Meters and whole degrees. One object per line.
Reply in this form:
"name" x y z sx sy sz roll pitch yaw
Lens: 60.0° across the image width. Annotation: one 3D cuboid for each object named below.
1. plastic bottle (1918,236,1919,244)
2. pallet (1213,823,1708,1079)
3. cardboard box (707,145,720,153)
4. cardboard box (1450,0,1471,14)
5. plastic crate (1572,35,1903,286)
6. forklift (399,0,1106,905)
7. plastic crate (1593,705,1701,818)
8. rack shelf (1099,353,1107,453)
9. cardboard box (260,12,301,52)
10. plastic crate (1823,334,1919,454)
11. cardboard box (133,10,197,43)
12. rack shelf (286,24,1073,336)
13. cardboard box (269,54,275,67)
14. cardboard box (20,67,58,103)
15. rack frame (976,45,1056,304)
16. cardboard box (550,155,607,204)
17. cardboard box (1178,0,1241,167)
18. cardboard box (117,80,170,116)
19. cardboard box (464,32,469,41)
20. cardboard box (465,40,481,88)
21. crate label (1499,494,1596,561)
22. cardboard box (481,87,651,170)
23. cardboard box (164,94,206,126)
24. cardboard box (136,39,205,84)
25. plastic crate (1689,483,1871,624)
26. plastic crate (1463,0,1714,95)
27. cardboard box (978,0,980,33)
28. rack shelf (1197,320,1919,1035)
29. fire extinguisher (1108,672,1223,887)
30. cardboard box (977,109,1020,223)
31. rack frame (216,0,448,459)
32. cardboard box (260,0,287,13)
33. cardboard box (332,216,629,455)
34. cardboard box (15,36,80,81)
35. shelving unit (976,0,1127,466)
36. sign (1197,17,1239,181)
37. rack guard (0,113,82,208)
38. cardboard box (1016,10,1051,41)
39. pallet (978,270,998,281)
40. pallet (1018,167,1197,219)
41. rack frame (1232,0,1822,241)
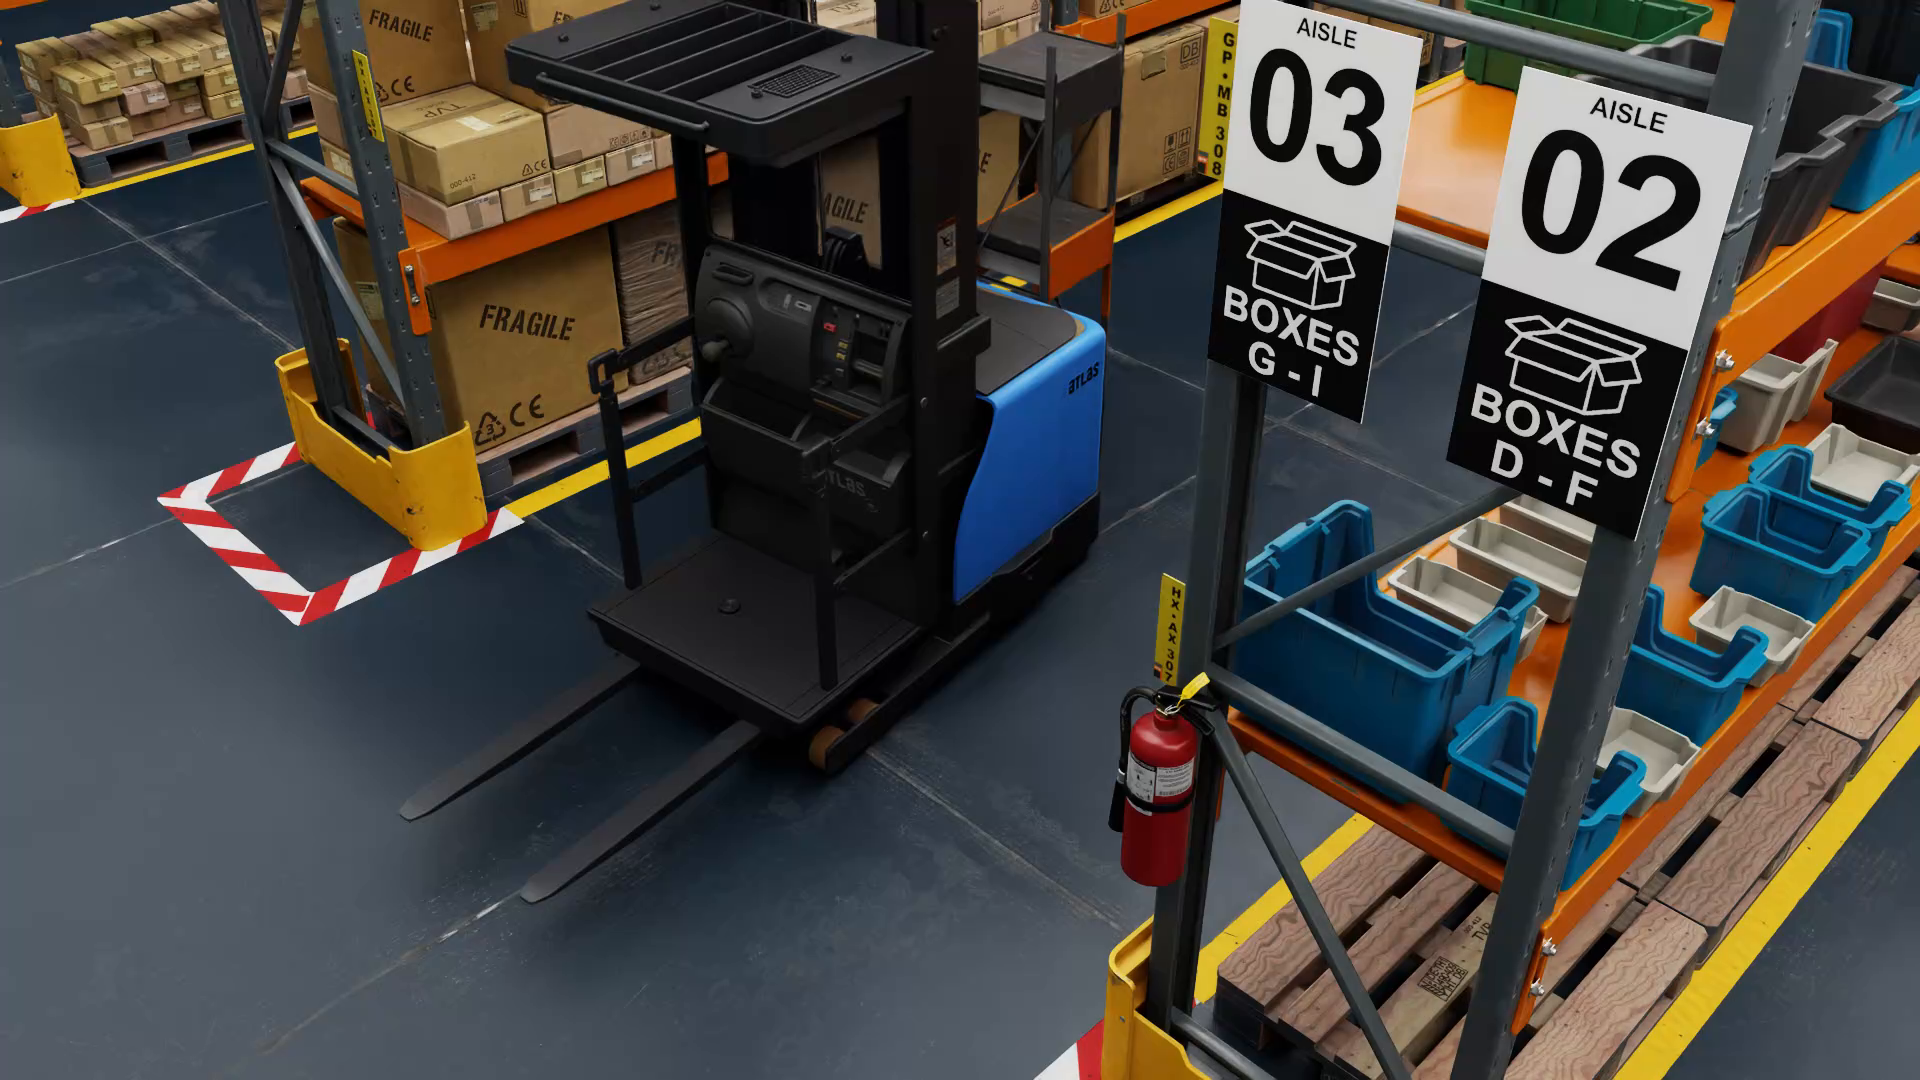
"plastic bottle" 3.903 -1.273 6.627 0.097 0.201 0.097 0 35 0
"pallet" 1.544 1.341 5.142 1.003 0.211 1.213 30 45 35
"cardboard box" -1.191 -1.911 7.587 0.380 0.149 0.250 29 44 35
"cardboard box" 3.515 -4.162 12.397 0.700 0.500 0.500 27 43 33
"plastic crate" 1.404 -0.704 3.130 0.497 0.269 0.590 30 45 35
"forklift" -0.695 -0.680 5.663 1.130 2.935 3.031 24 41 30
"plastic crate" 1.628 0.536 4.038 0.250 0.136 0.298 30 45 35
"rack shelf" 0.346 -0.580 7.494 0.431 0.518 0.480 24 41 30
"cardboard box" -4.505 -3.385 11.086 0.250 0.149 0.380 -29 44 -35
"plastic crate" 3.155 -0.456 5.470 0.437 0.125 0.590 30 45 35
"cardboard box" -5.298 -3.398 11.106 0.380 0.149 0.250 28 43 34
"rack shelf" -1.171 -1.997 8.119 1.077 0.370 4.000 30 45 35
"cardboard box" -4.757 -3.184 11.058 0.380 0.149 0.250 27 43 33
"cardboard box" -5.859 -2.974 10.757 0.380 0.149 0.250 28 44 34
"rack frame" 0.198 -1.054 6.926 0.400 2.100 0.015 24 41 30
"cardboard box" -1.735 -1.597 7.137 0.380 0.149 0.250 28 44 34
"cardboard box" 1.304 -3.035 10.470 1.225 0.875 0.875 28 44 34
"cardboard box" -5.244 -2.842 10.568 0.380 0.149 0.250 29 44 35
"cardboard box" -3.627 -3.645 11.979 0.380 0.149 0.250 28 44 34
"cardboard box" -2.069 -2.050 7.438 0.500 0.250 0.500 29 44 35
"crate label" 1.775 -0.039 4.861 0.396 0.136 0.243 30 45 35
"cardboard box" -1.688 -1.840 7.137 0.500 0.250 0.500 29 44 35
"cardboard box" -5.136 -2.849 10.838 0.250 0.149 0.380 -29 44 -35
"cardboard box" -5.041 -3.053 10.611 0.380 0.149 0.250 29 44 35
"plastic crate" 2.270 0.059 4.638 0.416 0.233 0.300 30 45 35
"plastic crate" 1.427 -1.142 3.829 0.450 0.188 0.336 30 45 35
"cardboard box" -0.249 -2.668 8.324 0.500 0.250 0.500 -28 44 -34
"rack shelf" 2.344 0.000 5.257 1.077 0.370 4.000 30 45 35
"fire extinguisher" 0.506 0.579 4.191 0.296 0.674 0.183 30 45 35
"cardboard box" -0.283 -2.169 9.228 0.875 0.875 0.875 30 45 35
"rack frame" -2.580 -1.480 6.750 1.000 3.000 0.127 30 45 35
"cardboard box" -4.719 -3.710 11.553 0.250 0.149 0.380 -30 45 -35
"cardboard box" -2.186 -1.073 7.656 0.875 0.875 0.875 30 45 35
"cardboard box" -5.835 -3.084 10.655 0.250 0.149 0.380 -29 44 -35
"shelving unit" 0.346 -1.165 7.086 0.431 2.100 0.503 24 41 30
"sign" 0.533 -0.886 3.368 0.100 0.325 0.005 30 45 35
"rack guard" -5.975 -2.525 10.434 1.175 0.500 0.348 30 45 35
"cardboard box" 0.256 -2.745 8.783 0.250 0.149 0.380 -30 45 -35
"pallet" -0.353 -1.683 9.478 1.003 0.211 1.213 30 45 35
"pallet" 0.729 -2.303 10.368 1.003 0.211 1.213 30 45 35
"rack frame" 0.935 -1.944 2.171 1.000 3.000 0.127 30 45 35
